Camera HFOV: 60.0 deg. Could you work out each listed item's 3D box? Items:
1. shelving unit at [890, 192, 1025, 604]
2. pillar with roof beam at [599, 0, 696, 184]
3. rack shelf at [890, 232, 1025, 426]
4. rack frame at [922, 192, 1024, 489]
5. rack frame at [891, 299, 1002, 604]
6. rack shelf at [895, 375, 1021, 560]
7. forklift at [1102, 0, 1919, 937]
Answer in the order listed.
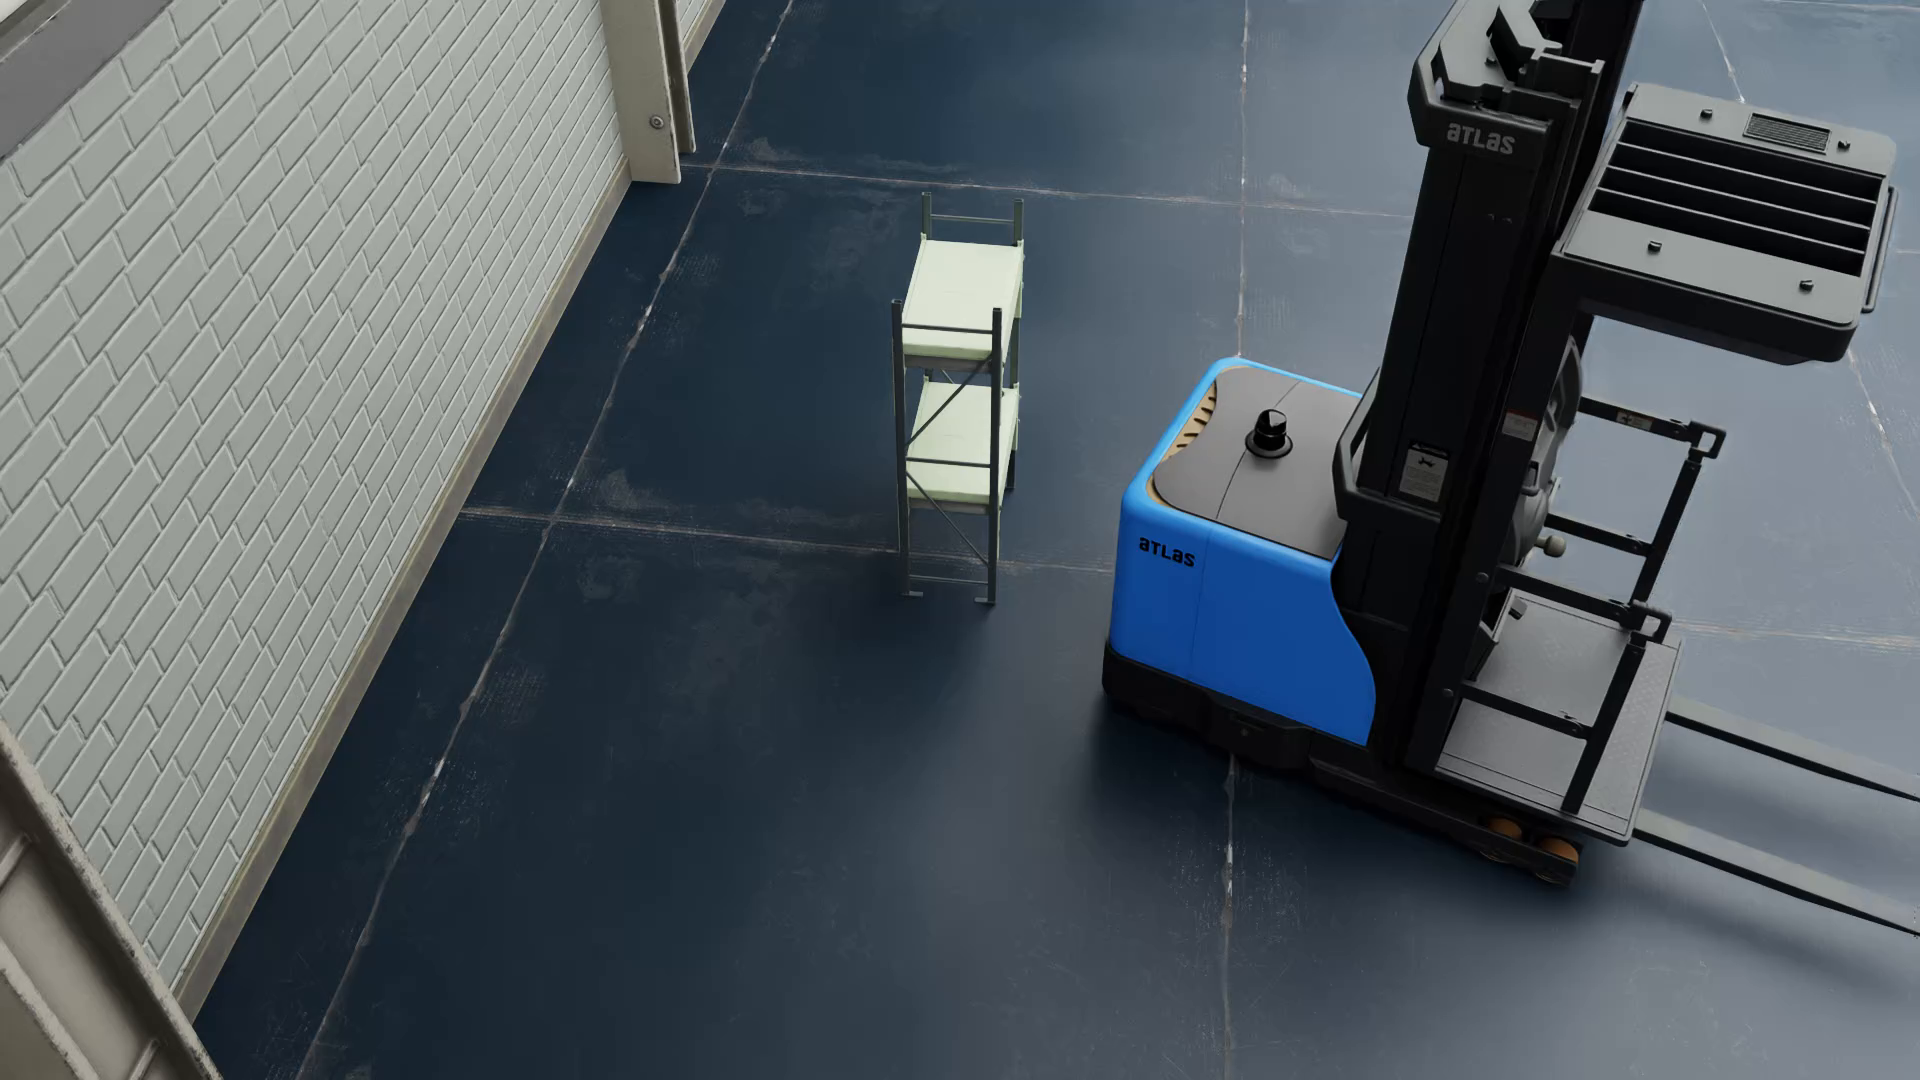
[{"bbox_3d":[0.001,-0.549,6.761,0.431,1.500,0.755,5,44,6],"label":"shelving unit"},{"bbox_3d":[2.552,-5.039,6.049,9.100,9.000,0.400,5,44,6],"label":"pillar with roof beam"},{"bbox_3d":[0.001,-0.833,6.493,0.431,0.370,0.720,5,44,6],"label":"rack shelf"},{"bbox_3d":[0.049,-0.799,7.025,0.400,1.500,0.023,5,44,6],"label":"rack frame"},{"bbox_3d":[-0.048,-0.300,6.498,0.400,1.500,0.023,5,44,6],"label":"rack frame"},{"bbox_3d":[0.001,-0.312,6.985,0.431,0.370,0.720,5,44,6],"label":"rack shelf"},{"bbox_3d":[2.108,-0.255,5.410,3.031,2.935,1.130,20,47,20],"label":"forklift"}]
